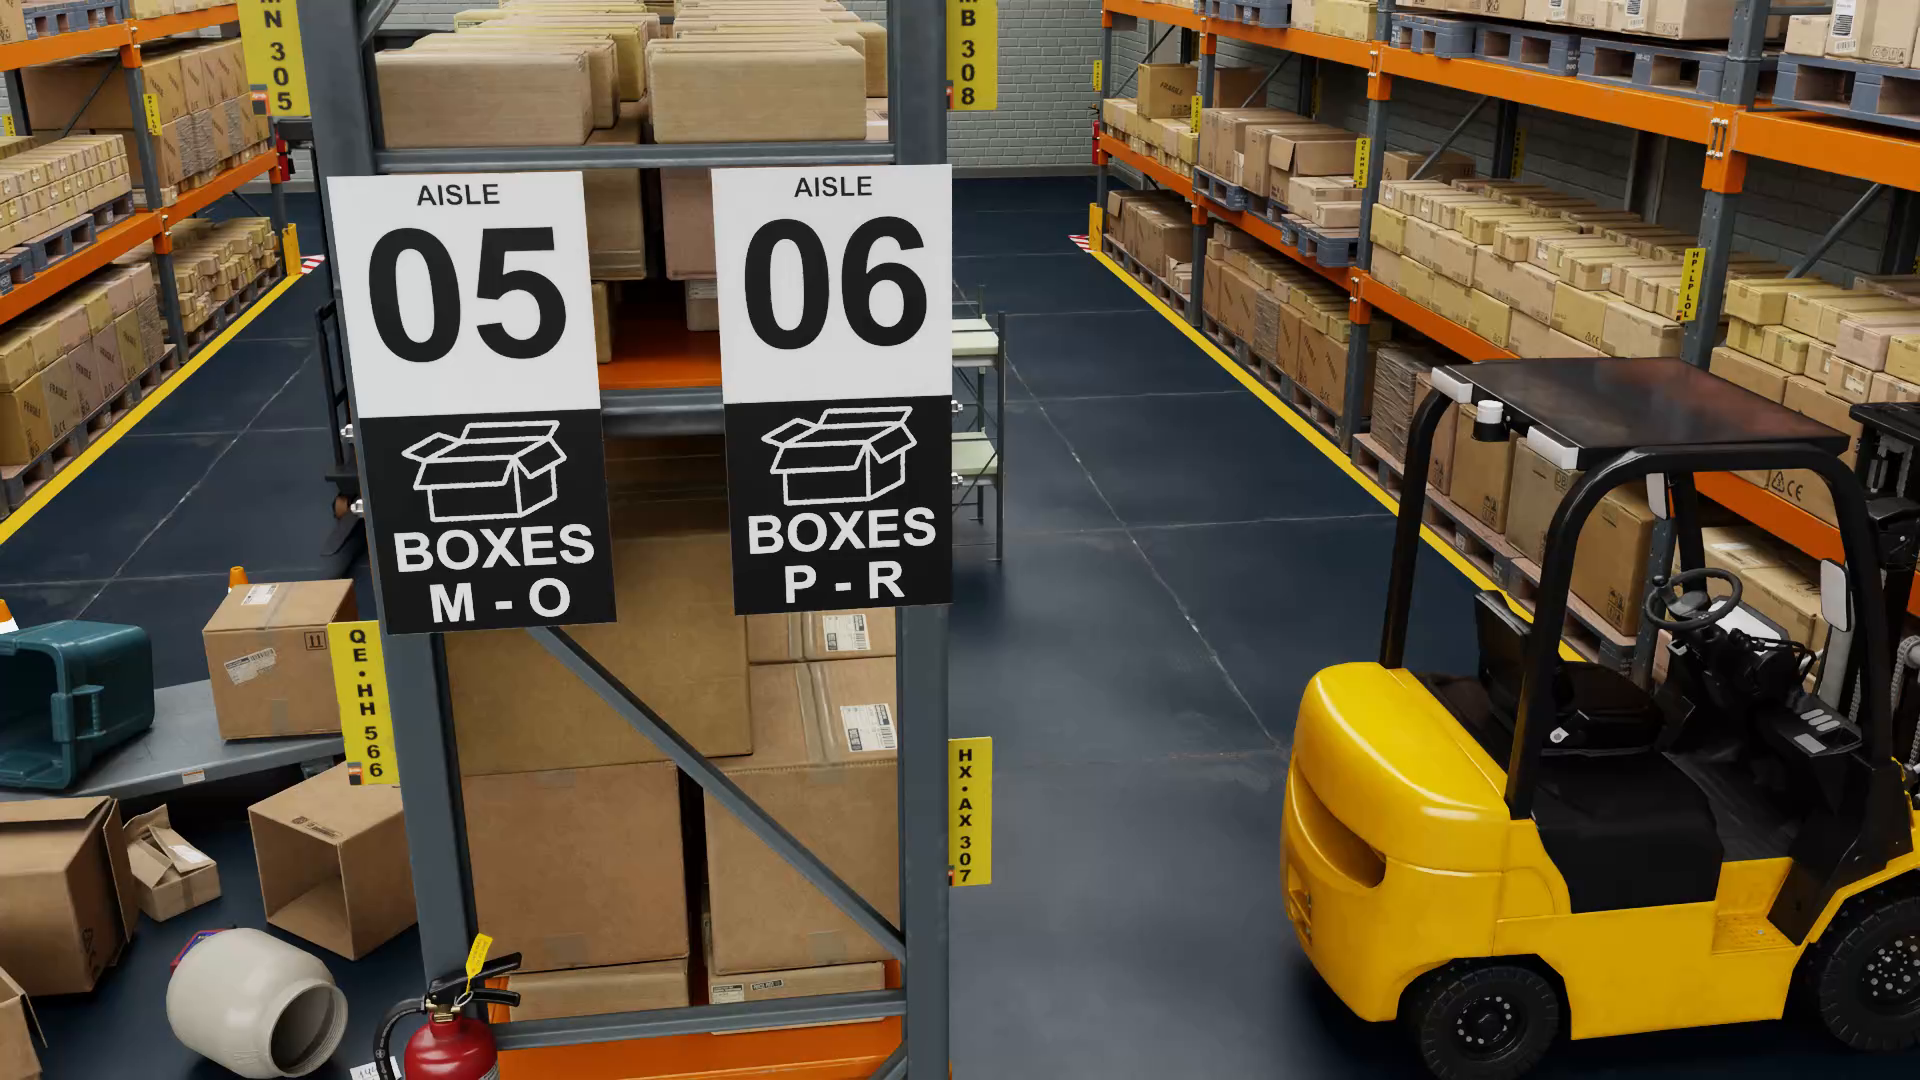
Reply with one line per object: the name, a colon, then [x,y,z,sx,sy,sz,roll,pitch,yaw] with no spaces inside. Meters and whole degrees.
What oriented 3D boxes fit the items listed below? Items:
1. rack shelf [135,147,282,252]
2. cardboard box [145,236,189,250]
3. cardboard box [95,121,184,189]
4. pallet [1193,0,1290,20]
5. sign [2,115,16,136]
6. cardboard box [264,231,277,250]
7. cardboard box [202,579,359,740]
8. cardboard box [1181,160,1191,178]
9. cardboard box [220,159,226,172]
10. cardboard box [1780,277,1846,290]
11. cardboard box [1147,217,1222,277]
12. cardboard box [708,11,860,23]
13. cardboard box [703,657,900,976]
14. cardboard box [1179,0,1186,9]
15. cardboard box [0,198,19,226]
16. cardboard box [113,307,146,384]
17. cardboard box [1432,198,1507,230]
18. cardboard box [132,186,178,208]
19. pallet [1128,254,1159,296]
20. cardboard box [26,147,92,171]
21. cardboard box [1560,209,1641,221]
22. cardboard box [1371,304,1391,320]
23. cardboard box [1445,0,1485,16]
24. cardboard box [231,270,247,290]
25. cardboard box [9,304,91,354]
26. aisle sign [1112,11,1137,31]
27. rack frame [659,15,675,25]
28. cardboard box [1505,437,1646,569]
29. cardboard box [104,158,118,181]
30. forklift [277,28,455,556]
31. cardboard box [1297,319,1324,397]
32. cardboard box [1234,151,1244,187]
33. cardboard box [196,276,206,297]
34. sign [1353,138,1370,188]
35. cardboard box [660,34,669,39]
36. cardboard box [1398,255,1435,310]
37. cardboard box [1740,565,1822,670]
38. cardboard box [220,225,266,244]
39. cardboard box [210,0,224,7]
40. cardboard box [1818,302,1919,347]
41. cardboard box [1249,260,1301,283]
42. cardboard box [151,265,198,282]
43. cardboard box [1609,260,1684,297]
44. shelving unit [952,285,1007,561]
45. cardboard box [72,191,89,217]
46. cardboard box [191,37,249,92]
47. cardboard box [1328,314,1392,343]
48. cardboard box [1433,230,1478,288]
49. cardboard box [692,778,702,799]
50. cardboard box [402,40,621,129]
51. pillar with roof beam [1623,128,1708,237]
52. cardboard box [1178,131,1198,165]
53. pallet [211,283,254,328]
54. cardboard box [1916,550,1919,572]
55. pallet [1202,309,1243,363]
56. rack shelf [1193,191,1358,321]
rack shelf: [-7.427,-3.257,15.678,1.077,0.370,4.000,-3,21,-8]
cardboard box: [-7.759,-2.867,16.229,0.380,0.149,0.250,-2,21,-6]
cardboard box: [-6.960,-3.272,14.122,0.500,0.500,0.500,-3,21,-9]
pallet: [2.681,-4.526,14.028,1.213,0.211,1.003,-3,21,-8]
sign: [-7.674,-3.277,13.467,0.100,0.325,0.005,-3,21,-8]
cardboard box: [-7.356,-3.119,17.329,0.380,0.149,0.250,-3,21,-9]
cardboard box: [-2.858,0.500,7.081,0.500,0.500,0.500,-3,21,-8]
cardboard box: [2.302,-3.507,15.678,0.380,0.149,0.250,-2,21,-6]
cardboard box: [-7.290,-3.620,15.980,0.380,0.149,0.250,-4,21,-10]
cardboard box: [3.972,-1.151,7.942,0.380,0.149,0.250,-3,21,-9]
cardboard box: [2.309,-2.975,16.867,0.700,0.500,0.500,-4,21,-10]
cardboard box: [-0.451,-1.268,4.257,0.380,0.149,0.250,-2,21,-6]
cardboard box: [-0.319,0.604,3.744,0.500,0.500,0.500,-3,21,-9]
cardboard box: [2.250,-5.014,15.424,0.380,0.149,0.250,-2,21,-6]
cardboard box: [-6.552,-2.186,11.116,0.380,0.149,0.250,-3,21,-8]
cardboard box: [-6.709,-1.506,12.935,0.500,0.500,0.500,-3,21,-9]
cardboard box: [3.140,-2.009,10.237,0.380,0.149,0.250,-3,21,-7]
cardboard box: [-6.855,-2.899,14.049,0.380,0.149,0.250,-2,21,-6]
pallet: [2.380,-2.793,17.392,1.003,0.211,1.213,-3,21,-8]
cardboard box: [-6.774,-2.857,12.487,0.380,0.149,0.250,-3,21,-8]
cardboard box: [3.789,-1.866,9.854,0.380,0.149,0.250,-3,21,-9]
cardboard box: [3.340,-1.755,12.672,0.380,0.149,0.250,-3,21,-7]
cardboard box: [3.268,-3.316,9.634,0.700,0.500,0.500,-3,21,-9]
cardboard box: [-7.176,-2.531,16.180,0.380,0.149,0.250,-3,21,-7]
cardboard box: [-6.553,-1.492,11.826,0.500,0.250,0.500,-3,21,-7]
aisle sign: [1.780,-6.050,18.411,0.394,0.787,0.004,-3,21,-8]
rack frame: [-1.101,-3.227,5.995,1.000,3.000,0.127,-3,21,-8]
cardboard box: [3.619,-0.202,9.263,0.875,0.625,0.625,-3,21,-8]
cardboard box: [-6.846,-2.901,13.031,0.380,0.149,0.250,-3,21,-7]
forklift: [-3.434,-1.619,10.361,1.130,2.935,3.031,-2,21,-6]
cardboard box: [2.898,-1.388,12.619,0.500,0.500,0.500,-3,21,-9]
cardboard box: [2.477,-3.072,13.745,0.396,0.266,0.258,-2,21,-5]
cardboard box: [-7.106,-2.303,15.145,0.380,0.149,0.250,-4,21,-11]
sign: [2.698,-2.528,11.156,0.100,0.325,0.005,-3,21,-8]
cardboard box: [-1.225,-1.547,5.572,0.500,0.250,0.500,-3,21,-8]
cardboard box: [3.123,-1.643,10.541,0.500,0.250,0.500,-3,21,-9]
cardboard box: [3.633,0.316,6.985,0.500,0.250,0.500,-3,21,-8]
cardboard box: [-7.245,-3.083,16.808,0.380,0.149,0.250,-3,21,-9]
cardboard box: [-7.248,-5.129,15.588,0.500,0.250,0.500,-2,21,-5]
cardboard box: [3.735,-0.859,6.734,0.380,0.149,0.250,-3,21,-9]
cardboard box: [2.662,-2.267,14.045,0.380,0.149,0.250,-3,21,-8]
cardboard box: [-7.049,-2.355,14.858,0.380,0.149,0.250,-3,21,-9]
cardboard box: [3.503,-1.302,8.345,0.380,0.149,0.250,-3,21,-8]
shelving unit: [0.001,-0.700,9.948,0.431,1.500,0.755,-3,21,-8]
cardboard box: [-6.731,-2.494,12.366,0.380,0.149,0.250,-4,21,-10]
cardboard box: [-7.403,-4.795,16.771,0.500,0.500,0.500,-3,21,-9]
cardboard box: [2.912,-1.541,12.100,0.380,0.149,0.250,-4,21,-10]
cardboard box: [3.184,-1.696,9.969,0.500,0.250,0.500,-3,21,-9]
cardboard box: [-0.917,0.612,4.650,0.380,0.149,0.250,-3,21,-7]
cardboard box: [-0.865,-0.886,3.234,0.380,0.149,0.250,-3,21,-7]
pillar with roof beam: [0.053,-4.241,8.708,9.100,9.000,0.400,-3,21,-8]
cardboard box: [2.342,-3.671,15.548,0.500,0.250,0.500,-2,21,-6]
pallet: [-7.449,-2.250,15.938,1.003,0.211,1.213,-3,21,-8]
cardboard box: [3.781,-0.194,6.304,0.500,0.500,0.500,-3,21,-8]
pallet: [2.811,-1.852,14.873,1.003,0.211,1.213,-3,21,-8]
rack shelf: [2.945,-2.409,13.406,1.077,0.370,4.000,-3,21,-8]
